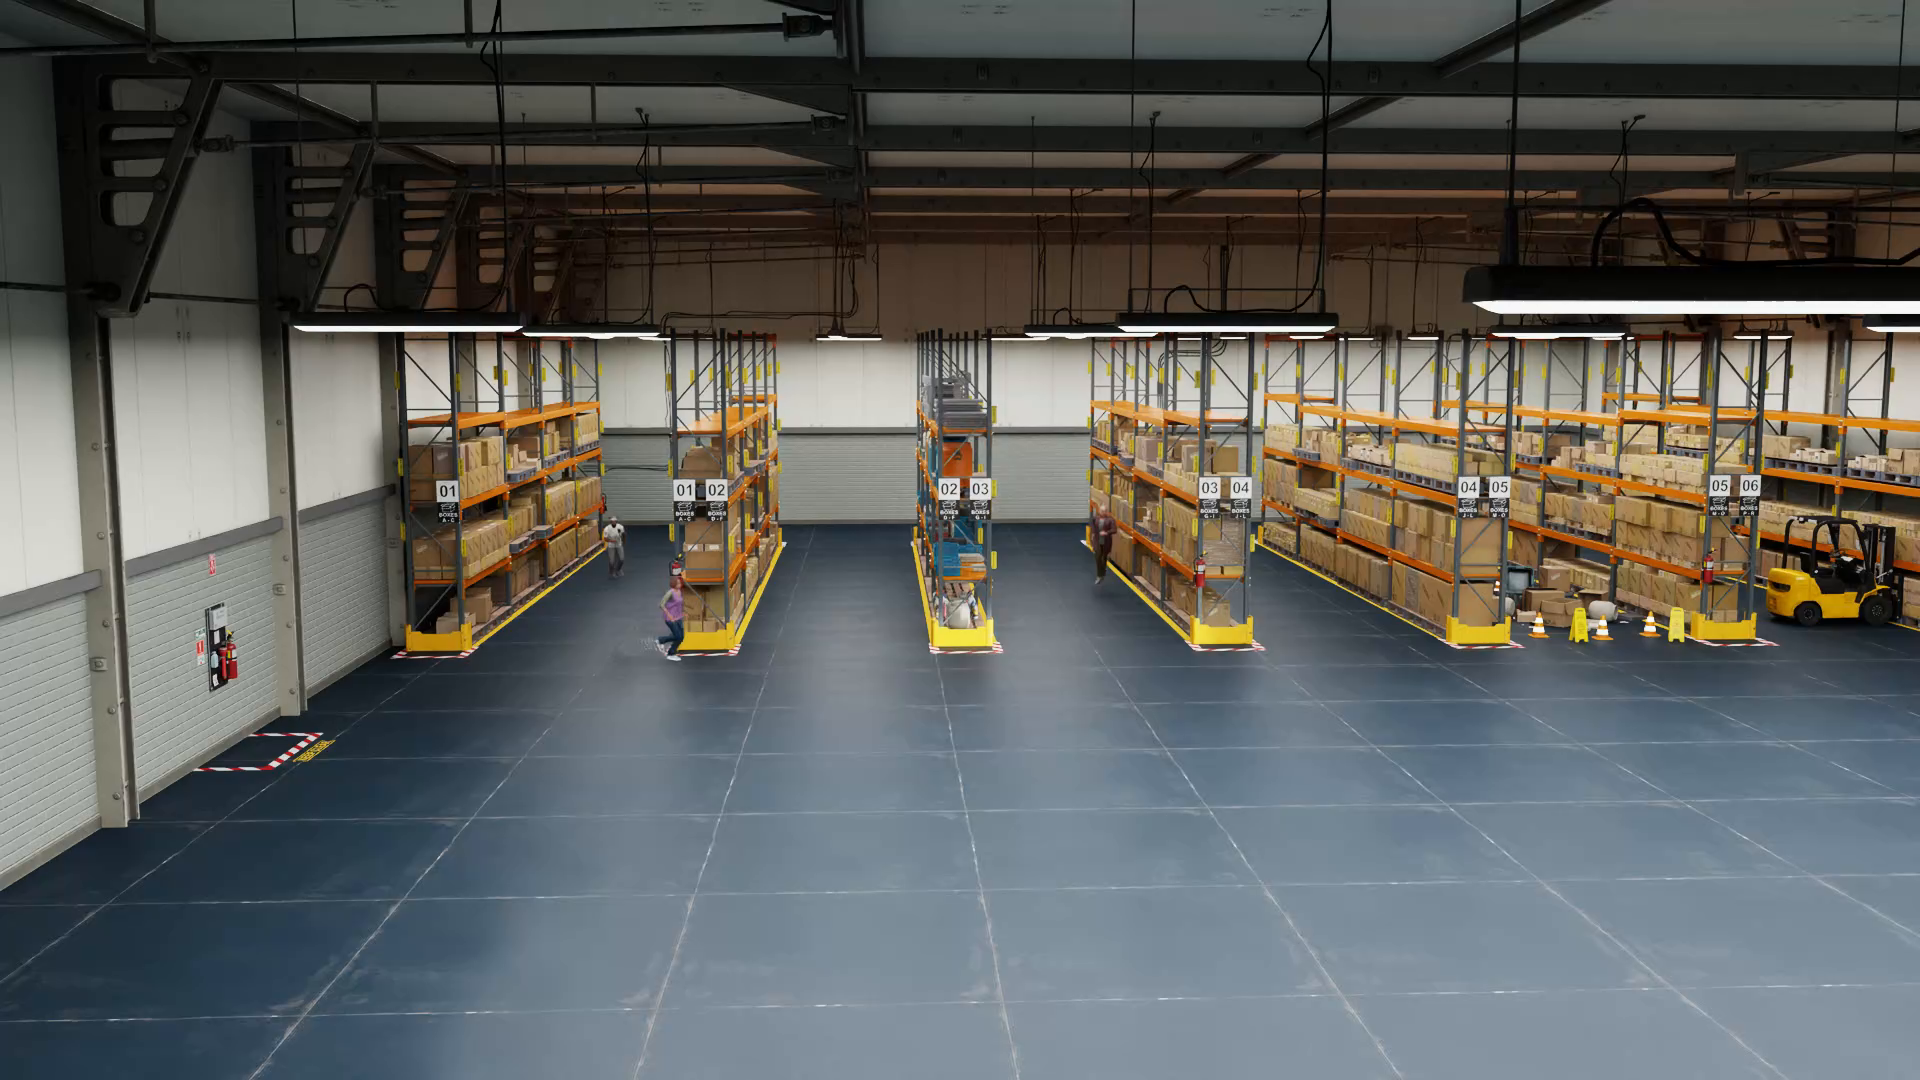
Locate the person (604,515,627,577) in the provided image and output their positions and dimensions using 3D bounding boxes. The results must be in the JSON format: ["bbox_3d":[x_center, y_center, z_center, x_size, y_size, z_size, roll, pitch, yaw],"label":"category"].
[{"bbox_3d":[-8.412,0.161,40.608,0.583,1.574,0.825,-2,7,-20],"label":"person"}]

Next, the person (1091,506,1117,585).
[{"bbox_3d":[3.316,0.092,38.258,0.662,1.812,0.958,2,7,14],"label":"person"}]

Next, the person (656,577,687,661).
[{"bbox_3d":[-5.250,1.425,30.170,0.560,1.532,0.548,3,7,24],"label":"person"}]
